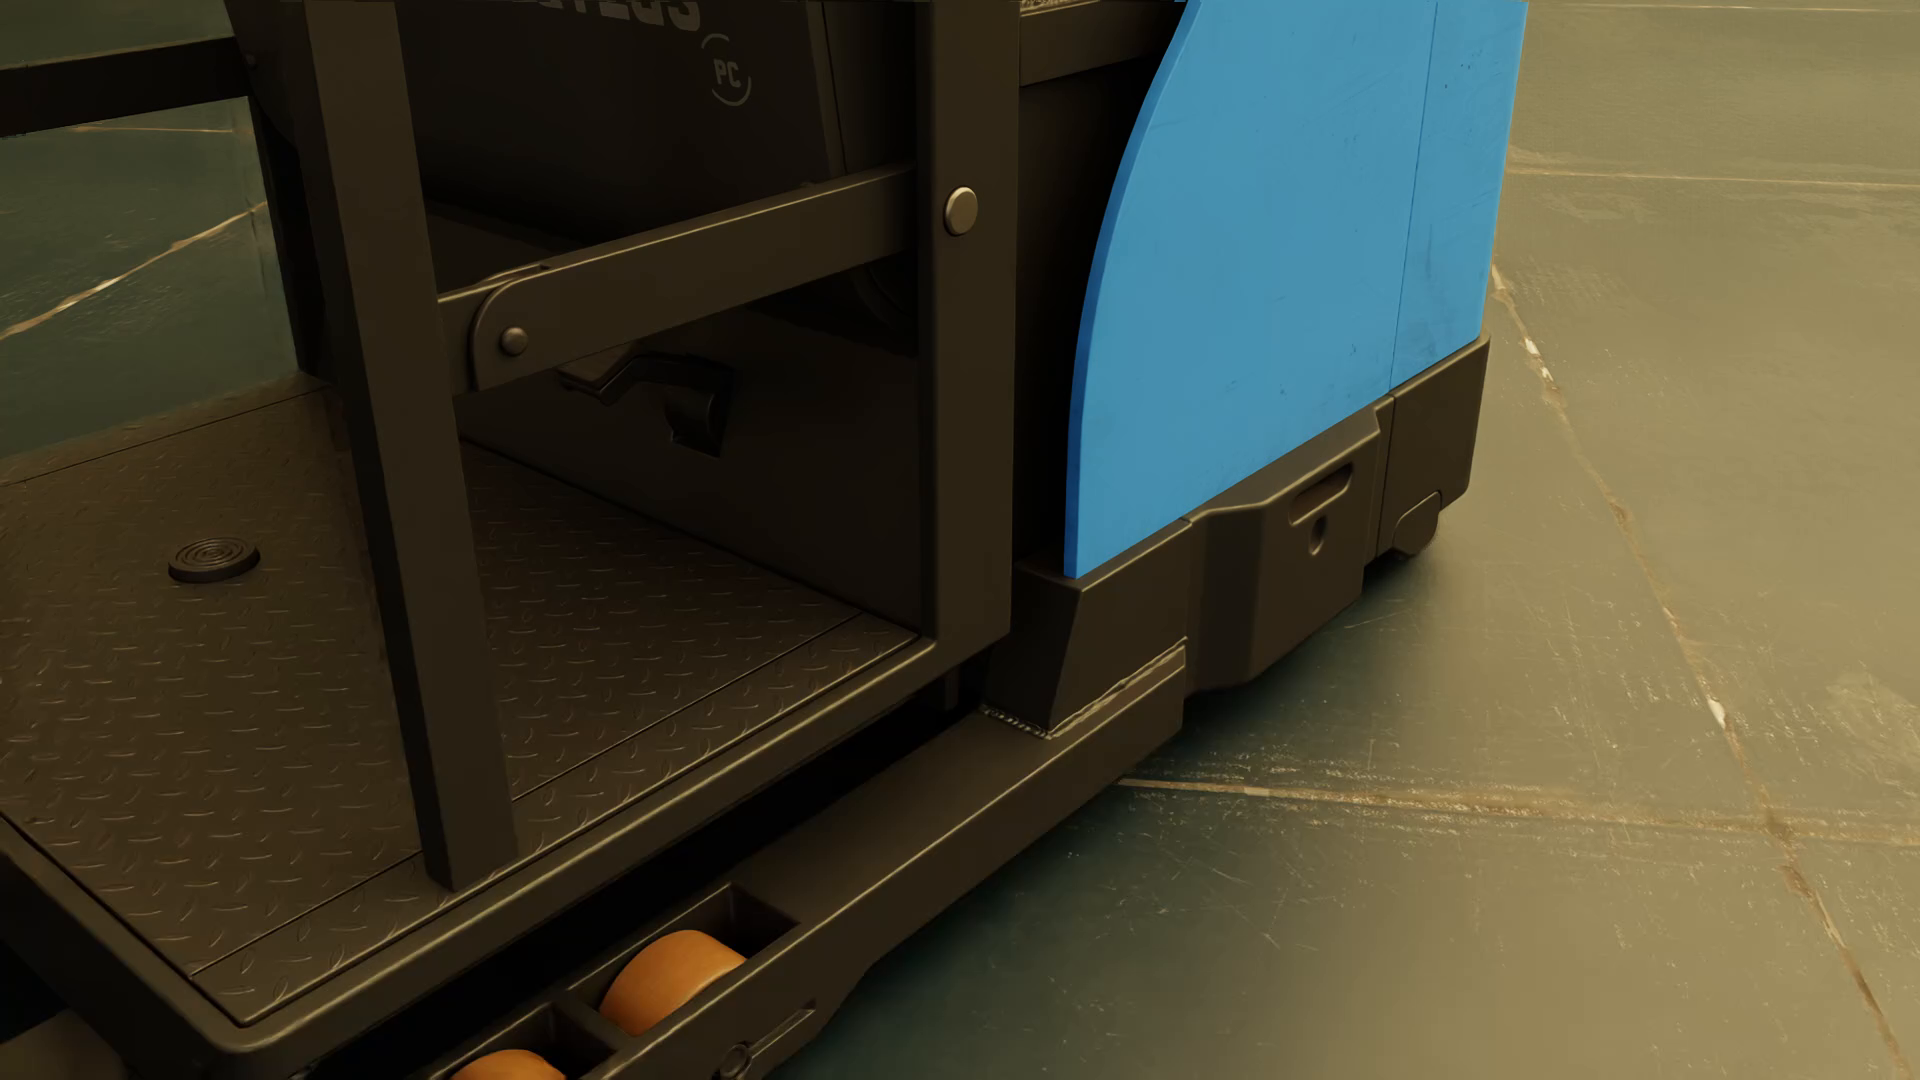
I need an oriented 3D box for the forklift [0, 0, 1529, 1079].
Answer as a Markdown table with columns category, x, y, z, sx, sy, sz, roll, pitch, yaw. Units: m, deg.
| category | x | y | z | sx | sy | sz | roll | pitch | yaw |
| --- | --- | --- | --- | --- | --- | --- | --- | --- | --- |
| forklift | -0.564 | -0.983 | 1.187 | 1.130 | 2.935 | 3.031 | 21 | 33 | 35 |
